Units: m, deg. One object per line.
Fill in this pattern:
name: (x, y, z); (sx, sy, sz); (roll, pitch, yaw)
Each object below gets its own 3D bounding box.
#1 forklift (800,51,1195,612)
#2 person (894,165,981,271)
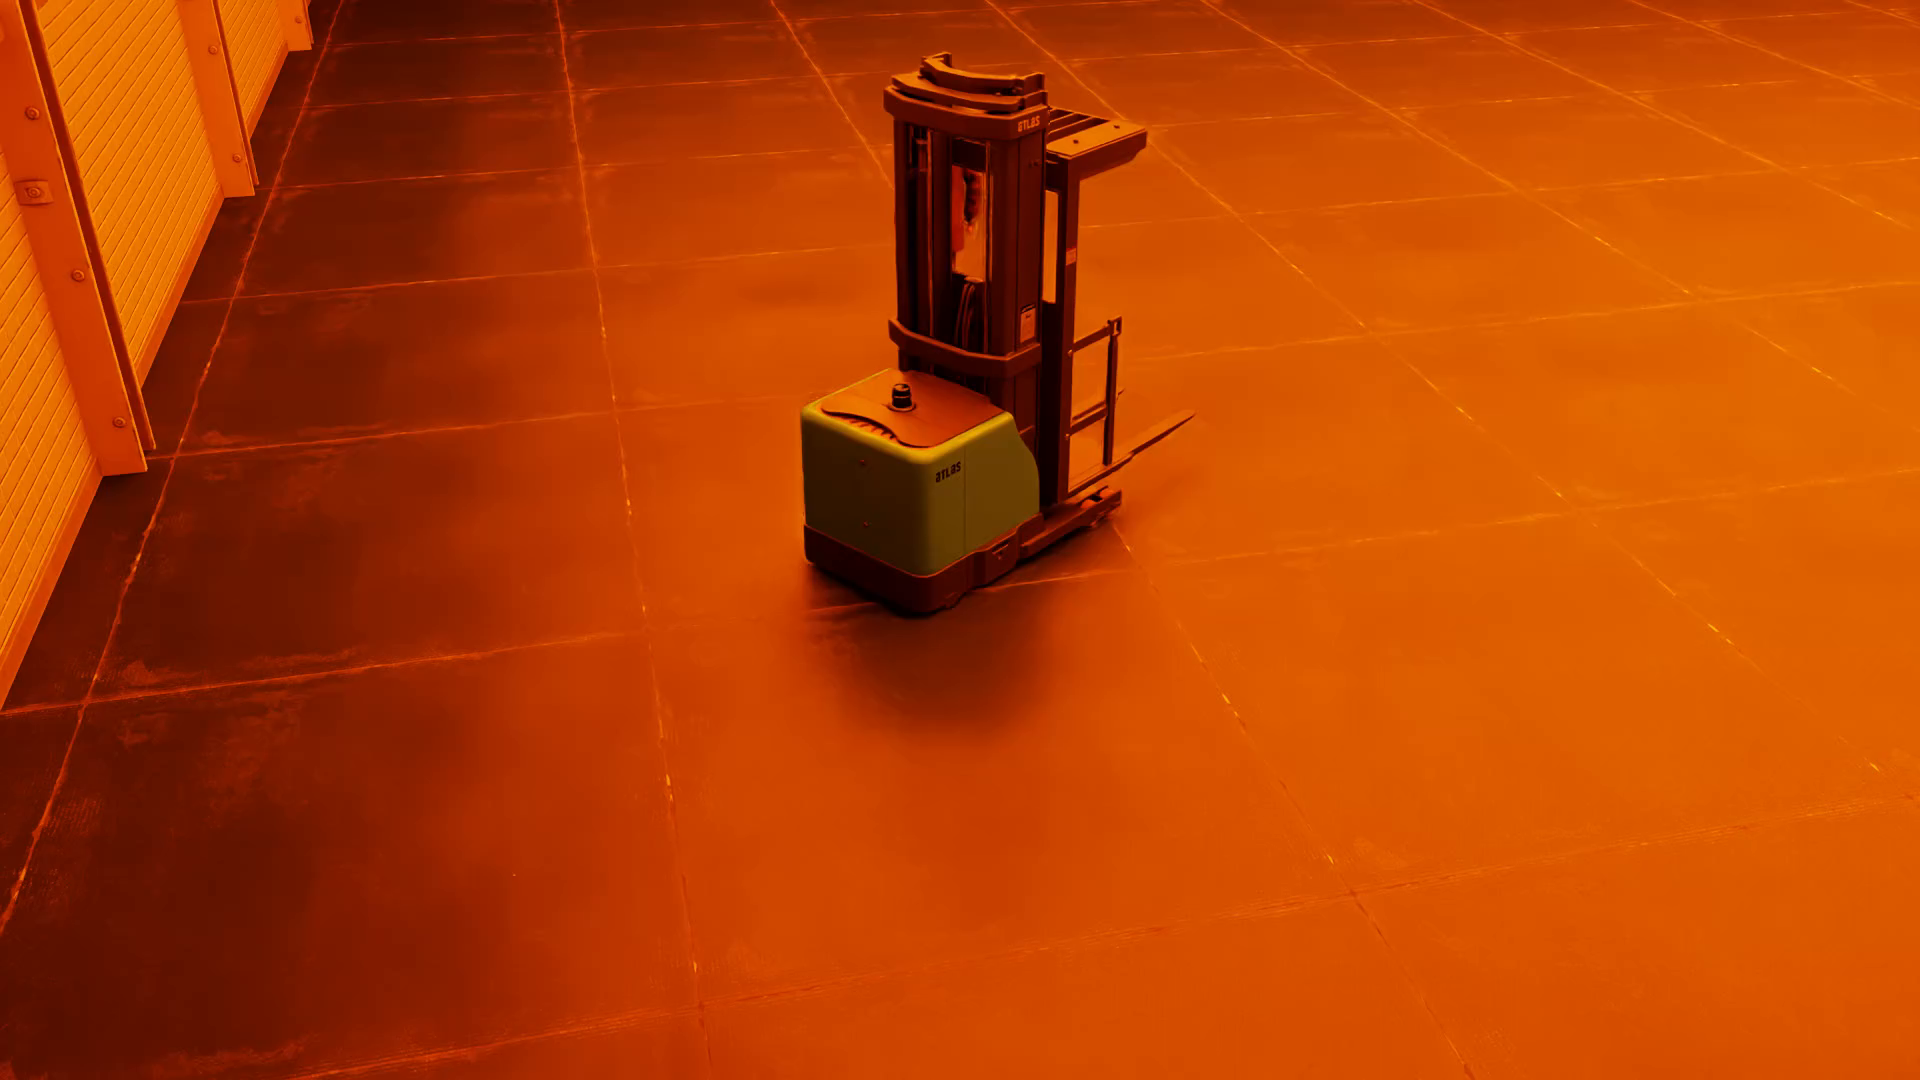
forklift: (0.395, -1.508, 10.179); (1.130, 2.935, 3.031); (24, 38, 35)
person: (-0.204, -2.526, 13.137); (0.722, 1.786, 0.514); (-14, 33, -22)
